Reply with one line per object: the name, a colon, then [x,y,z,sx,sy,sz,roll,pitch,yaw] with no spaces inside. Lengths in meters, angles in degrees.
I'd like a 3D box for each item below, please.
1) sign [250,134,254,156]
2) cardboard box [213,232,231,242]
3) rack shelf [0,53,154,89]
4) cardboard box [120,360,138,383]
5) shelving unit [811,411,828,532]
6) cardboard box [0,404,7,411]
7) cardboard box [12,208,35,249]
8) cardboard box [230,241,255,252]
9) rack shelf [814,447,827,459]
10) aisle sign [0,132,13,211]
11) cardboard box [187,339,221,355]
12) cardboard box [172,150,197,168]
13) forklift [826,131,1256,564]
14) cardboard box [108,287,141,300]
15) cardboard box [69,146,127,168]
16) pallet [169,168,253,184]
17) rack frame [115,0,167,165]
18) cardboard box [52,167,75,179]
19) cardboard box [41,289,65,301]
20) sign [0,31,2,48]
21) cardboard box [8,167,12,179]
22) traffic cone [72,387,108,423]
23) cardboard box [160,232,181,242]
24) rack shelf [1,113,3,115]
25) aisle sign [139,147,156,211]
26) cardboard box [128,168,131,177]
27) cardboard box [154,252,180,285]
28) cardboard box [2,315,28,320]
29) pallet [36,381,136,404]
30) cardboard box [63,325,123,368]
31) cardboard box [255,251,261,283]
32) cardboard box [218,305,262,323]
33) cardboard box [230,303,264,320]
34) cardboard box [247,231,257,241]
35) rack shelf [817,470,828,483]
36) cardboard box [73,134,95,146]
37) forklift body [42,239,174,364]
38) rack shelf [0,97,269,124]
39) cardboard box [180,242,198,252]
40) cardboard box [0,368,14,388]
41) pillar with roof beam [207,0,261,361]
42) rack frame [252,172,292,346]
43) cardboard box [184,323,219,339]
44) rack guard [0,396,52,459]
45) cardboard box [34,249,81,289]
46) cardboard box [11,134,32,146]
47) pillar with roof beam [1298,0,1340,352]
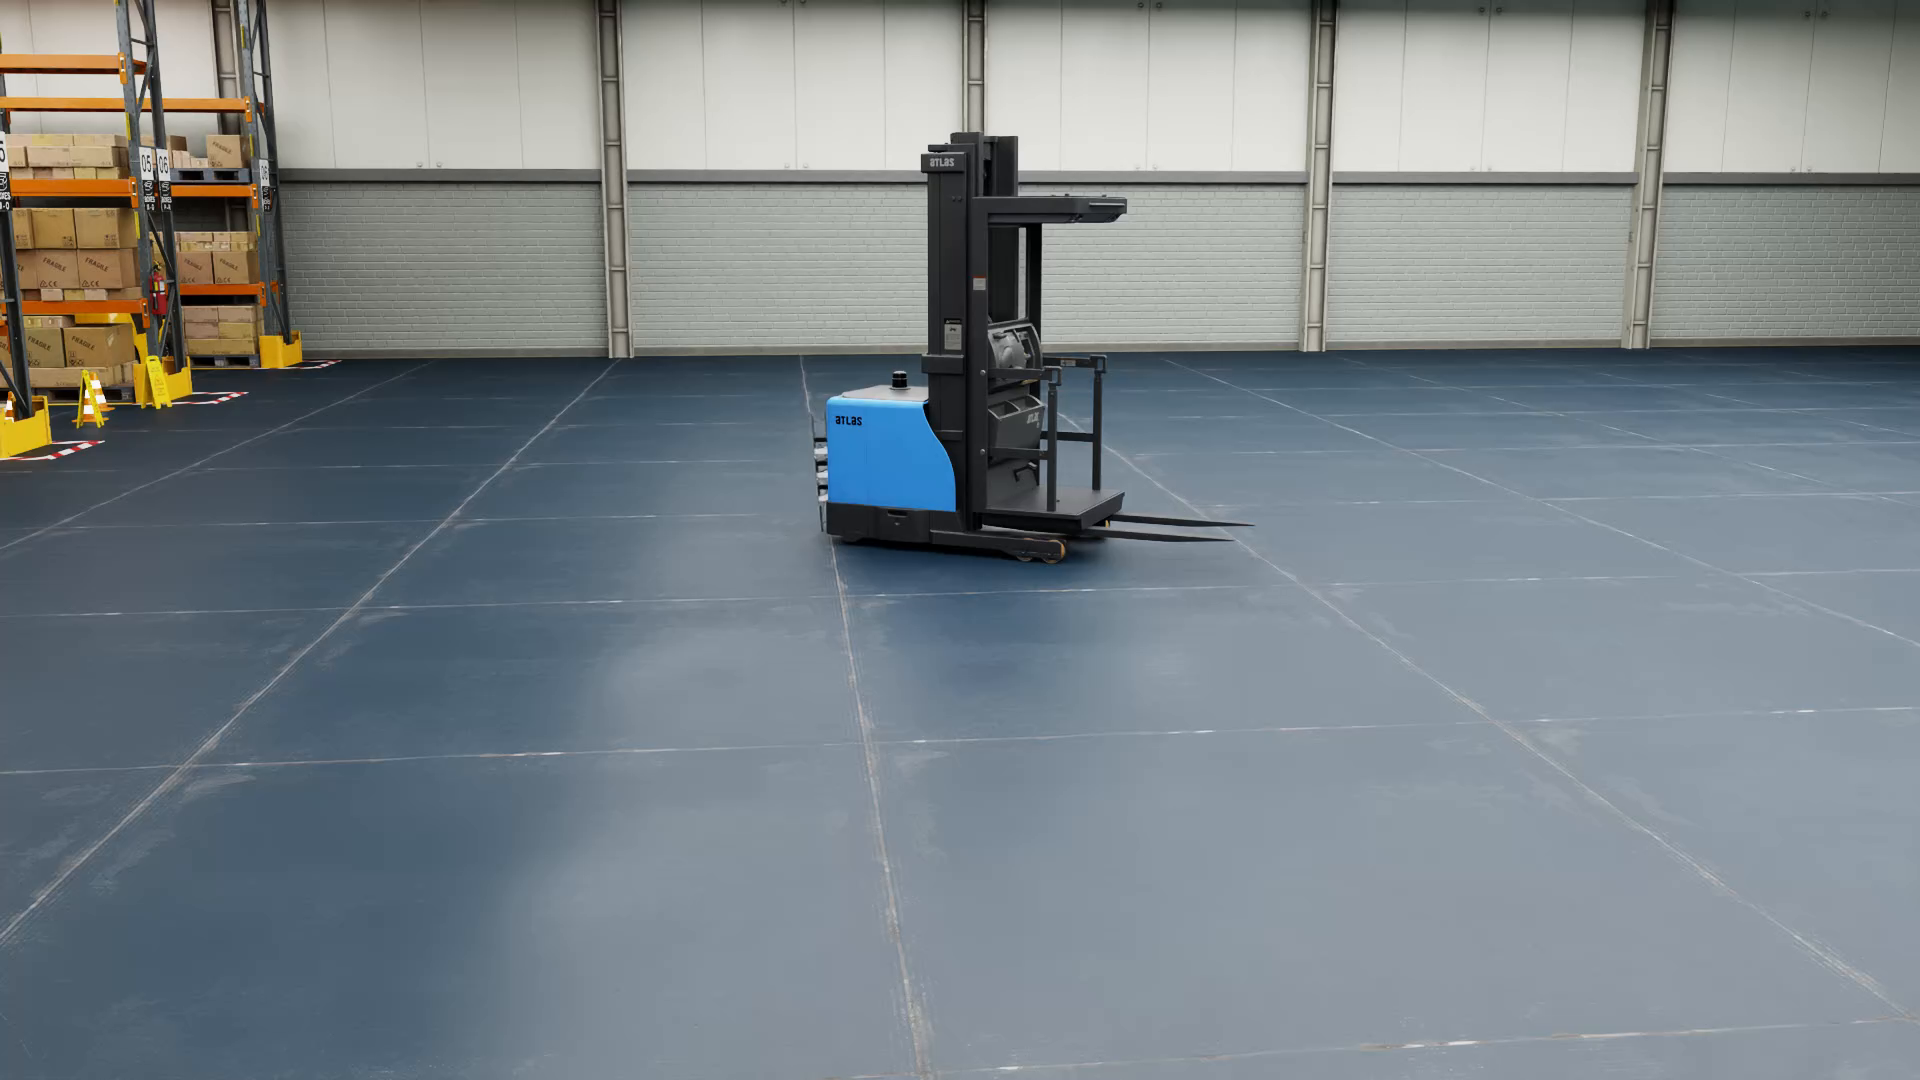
sign: [-10.848,-6.045,25.475,0.005,0.325,0.100,-1,11,-6]
cardboard box: [-11.468,-4.736,25.972,0.250,0.149,0.380,-1,11,-6]
rack shelf: [-12.341,-5.877,20.810,4.000,0.370,1.077,-1,11,-6]
cardboard box: [-11.185,-2.223,21.940,0.500,0.250,0.500,-1,11,-7]
shelving unit: [-0.947,-0.527,12.677,0.210,0.900,0.258,0,10,24]
cardboard box: [-11.437,-1.517,19.697,0.250,0.149,0.380,5,12,23]
cardboard box: [-11.837,-3.924,20.928,0.500,0.500,0.700,-1,11,-7]
cardboard box: [-11.207,-4.588,25.990,0.250,0.149,0.380,-1,11,-5]
rack shelf: [-0.958,-0.671,12.653,0.200,0.077,0.258,0,10,24]
aisle sign: [-9.680,-3.717,16.762,0.004,0.787,0.394,-1,11,-6]
cardboard box: [-11.821,-3.060,26.196,0.500,0.250,0.500,-1,11,-6]
cardboard box: [-11.936,-5.862,25.635,0.258,0.266,0.396,-1,11,-6]
forklift: [0.581,-1.391,11.844,3.031,2.935,1.130,5,12,22]
cardboard box: [-10.702,-3.158,21.307,0.250,0.149,0.380,-1,11,-4]
cardboard box: [-10.833,-4.812,20.910,0.500,0.250,0.500,-1,11,-7]
pallet: [-11.599,-5.701,26.042,1.213,0.211,1.003,-1,11,-6]
rack frame: [-10.353,-6.274,20.952,0.127,3.000,1.000,-1,11,-6]
cardboard box: [-11.189,-4.607,20.902,0.250,0.149,0.380,-1,11,-4]
cardboard box: [-11.451,-3.119,21.109,0.250,0.149,0.380,-1,11,-5]
sign: [-14.905,-7.785,25.808,0.005,0.325,0.100,-1,11,-6]
cardboard box: [-11.954,-4.596,20.847,0.250,0.149,0.380,-2,11,-8]
traffic cone: [-10.183,-1.623,19.425,0.334,0.463,0.336,-1,11,-6]
cardboard box: [-12.228,-4.708,25.828,0.250,0.149,0.380,-1,11,-5]
rack shelf: [-16.858,-6.551,25.266,4.000,0.370,1.077,-1,11,-6]
aisle sign: [-10.260,-4.551,21.004,0.004,0.787,0.394,-1,11,-6]
cardboard box: [-10.718,-4.734,21.547,0.250,0.149,0.380,-1,11,-6]
cardboard box: [-12.380,-4.251,25.954,0.500,0.500,0.500,-1,11,-7]
cardboard box: [-11.991,-2.776,21.127,0.250,0.149,0.380,-1,11,-4]
pallet: [-11.240,-1.950,21.740,1.213,0.211,1.003,-1,11,-6]
cardboard box: [-11.121,-2.488,21.344,0.500,0.500,0.500,-1,11,-6]
cardboard box: [-11.415,-4.374,26.581,0.500,0.500,0.500,-1,11,-4]
cardboard box: [-11.317,-3.560,26.148,0.500,0.250,0.500,-1,11,-4]
cardboard box: [-11.391,-3.656,26.634,0.500,0.250,0.500,-1,11,-7]
cardboard box: [-11.250,-4.829,26.444,0.250,0.149,0.380,-1,11,-7]
rack shelf: [-0.945,-0.494,12.682,0.200,0.077,0.258,0,10,24]
cardboard box: [-10.918,-5.008,20.875,0.250,0.149,0.380,-1,11,-5]
forklift body: [-12.581,-3.476,24.474,1.214,2.155,2.313,-1,11,-6]
rack shelf: [-12.881,-6.635,25.690,4.000,0.370,1.077,-1,11,-6]
cardboard box: [-11.970,-4.581,25.951,0.250,0.149,0.380,-1,11,-6]
cardboard box: [-12.163,-2.097,21.299,0.500,0.250,0.500,-2,11,-8]
pillar with roof beam: [-11.217,-6.558,22.400,0.400,9.000,9.100,-1,11,-6]
rack frame: [-10.893,-4.282,26.372,0.127,3.000,1.000,-1,11,-6]
cardboard box: [-11.843,-3.306,26.150,0.500,0.250,0.500,-1,11,-7]
rack guard: [-9.694,-1.157,16.957,0.348,0.500,1.175,-1,11,-6]
cardboard box: [-11.361,-3.451,21.118,0.500,0.500,0.500,-1,11,-6]
cardboard box: [-11.671,-5.000,20.835,0.250,0.149,0.380,-1,11,-6]
pillar with roof beam: [6.677,-6.933,24.307,0.400,9.000,9.100,-1,11,-6]
